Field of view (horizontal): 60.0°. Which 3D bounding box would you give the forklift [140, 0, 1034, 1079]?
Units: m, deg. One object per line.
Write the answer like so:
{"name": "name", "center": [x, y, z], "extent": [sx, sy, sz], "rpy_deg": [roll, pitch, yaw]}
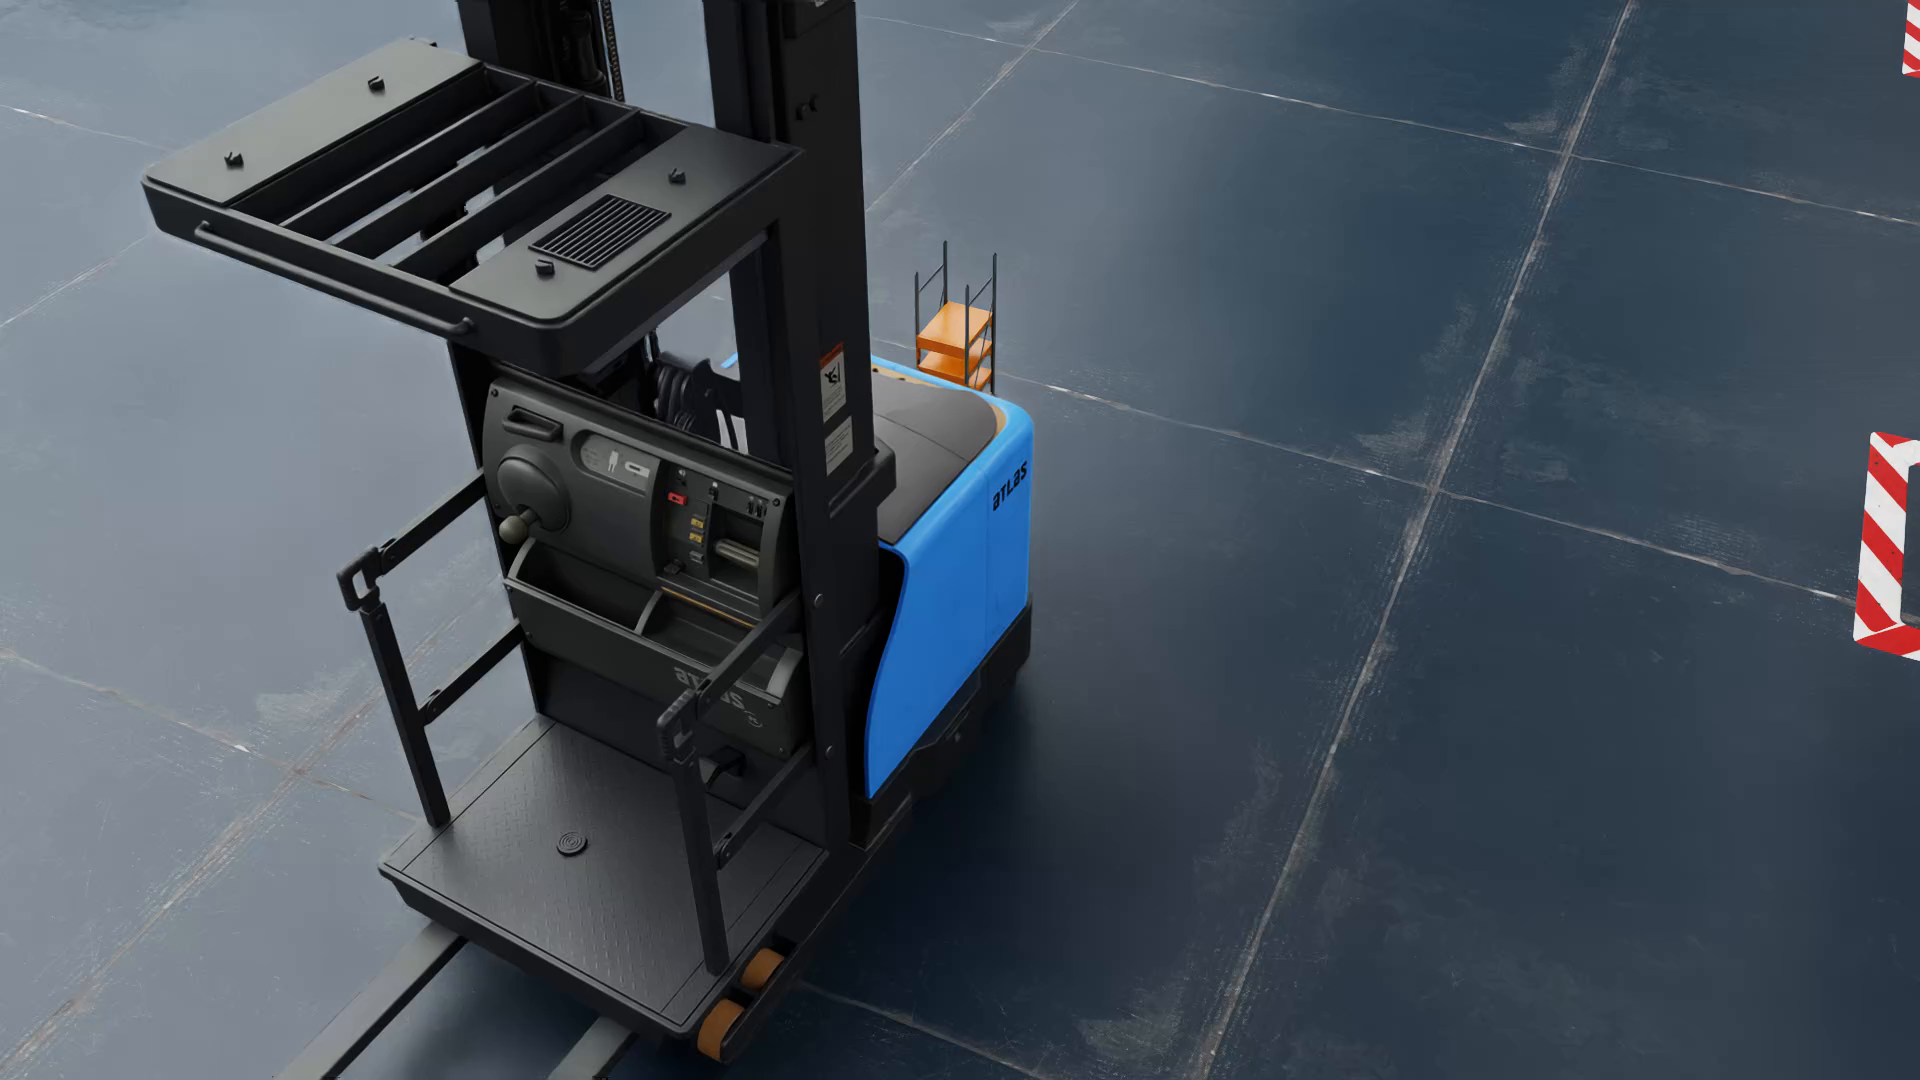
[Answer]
{"name": "forklift", "center": [-0.934, -0.020, 4.035], "extent": [1.130, 2.935, 3.031], "rpy_deg": [21, 45, 22]}

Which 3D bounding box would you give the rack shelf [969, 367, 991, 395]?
{"name": "rack shelf", "center": [-0.013, -0.514, 5.812], "extent": [0.180, 0.103, 0.258], "rpy_deg": [17, 44, 19]}

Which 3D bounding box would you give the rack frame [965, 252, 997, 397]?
{"name": "rack frame", "center": [0.070, -0.432, 5.832], "extent": [0.006, 1.200, 0.240], "rpy_deg": [17, 44, 19]}

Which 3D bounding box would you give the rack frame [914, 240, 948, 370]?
{"name": "rack frame", "center": [-0.096, -0.483, 5.891], "extent": [0.006, 1.200, 0.240], "rpy_deg": [17, 44, 19]}

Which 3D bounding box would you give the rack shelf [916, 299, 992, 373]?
{"name": "rack shelf", "center": [-0.013, -0.696, 5.655], "extent": [0.180, 0.103, 0.258], "rpy_deg": [17, 44, 19]}

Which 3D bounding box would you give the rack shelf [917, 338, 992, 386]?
{"name": "rack shelf", "center": [-0.013, -0.605, 5.734], "extent": [0.180, 0.103, 0.258], "rpy_deg": [17, 44, 19]}

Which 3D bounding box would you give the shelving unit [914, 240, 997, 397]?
{"name": "shelving unit", "center": [-0.013, -0.457, 5.862], "extent": [0.189, 1.200, 0.258], "rpy_deg": [17, 44, 19]}
